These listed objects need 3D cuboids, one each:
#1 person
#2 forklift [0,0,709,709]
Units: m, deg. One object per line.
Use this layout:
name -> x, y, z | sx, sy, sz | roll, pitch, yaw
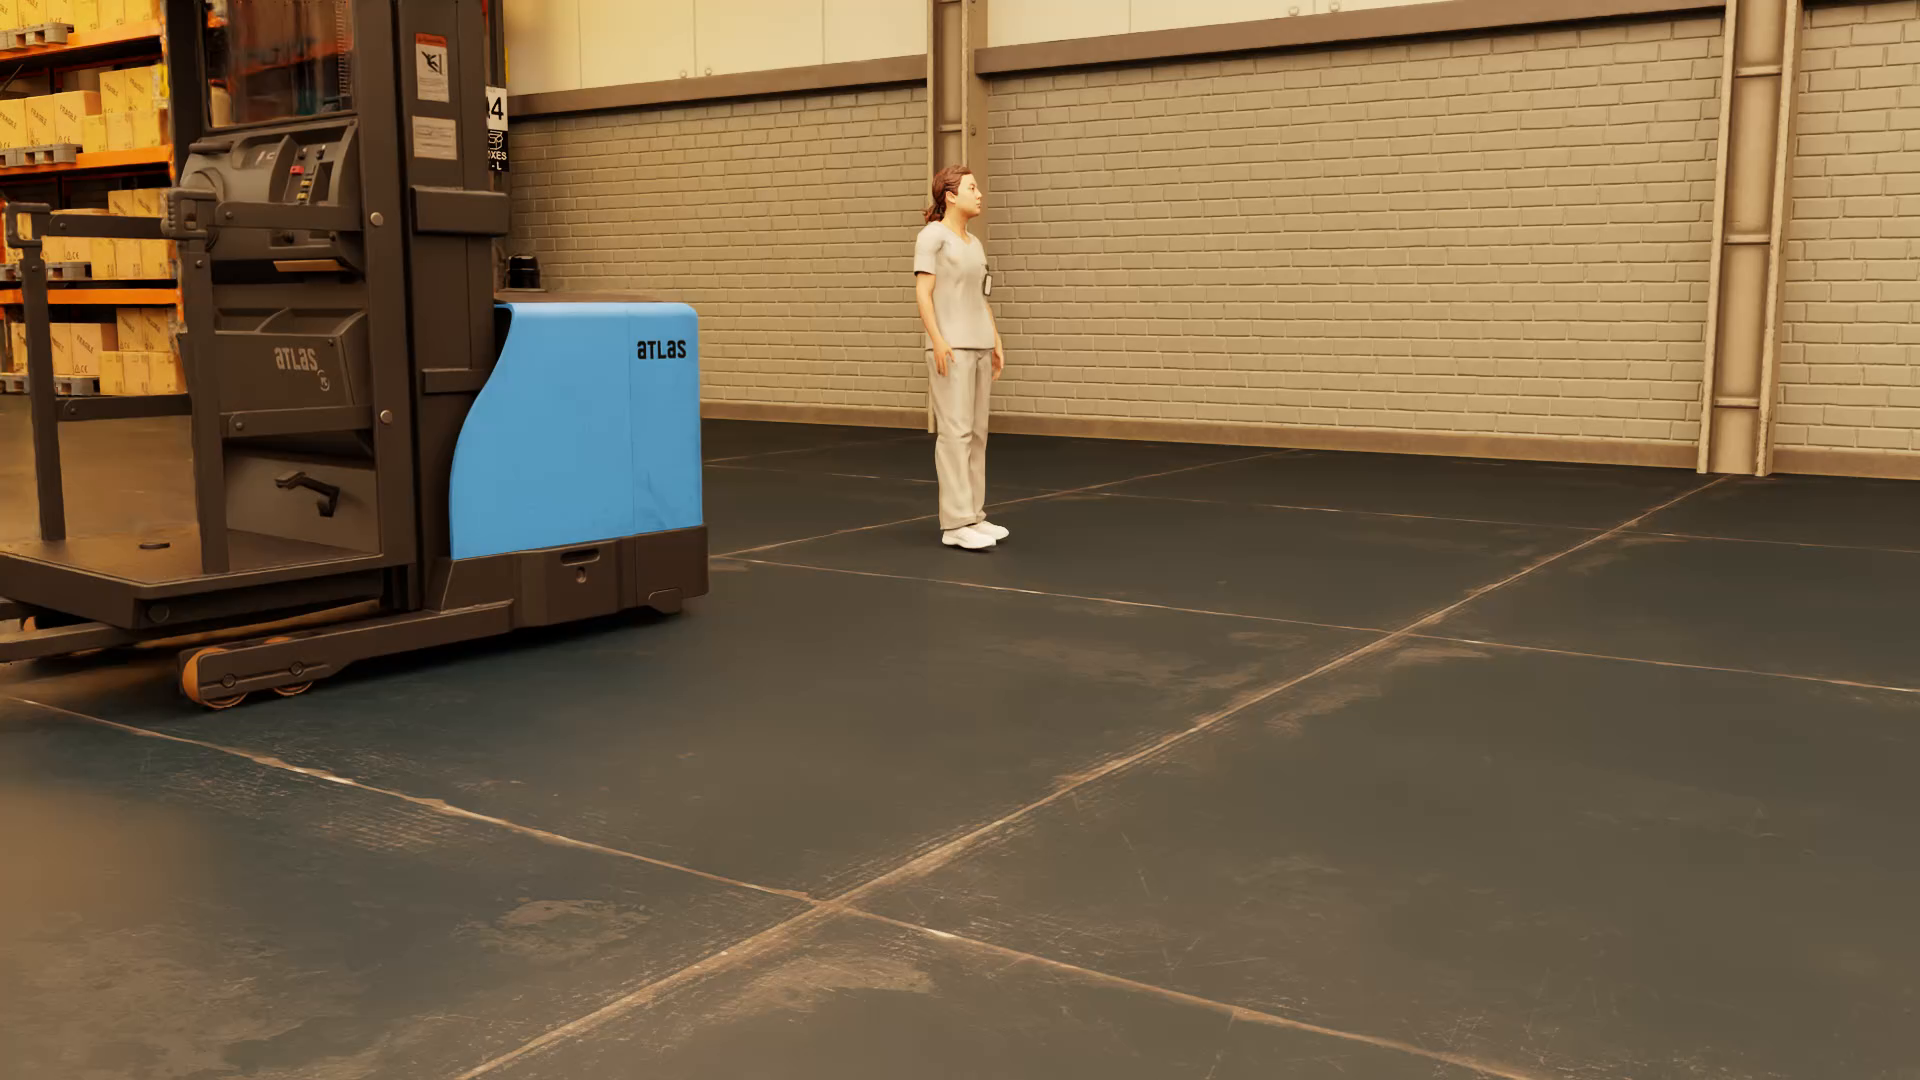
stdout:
person -> 0.053, -0.830, 7.433 | 0.549, 1.675, 0.549 | 5, 10, 34
forklift -> -2.195, -1.079, 4.778 | 1.130, 2.935, 3.031 | 7, 10, 39
